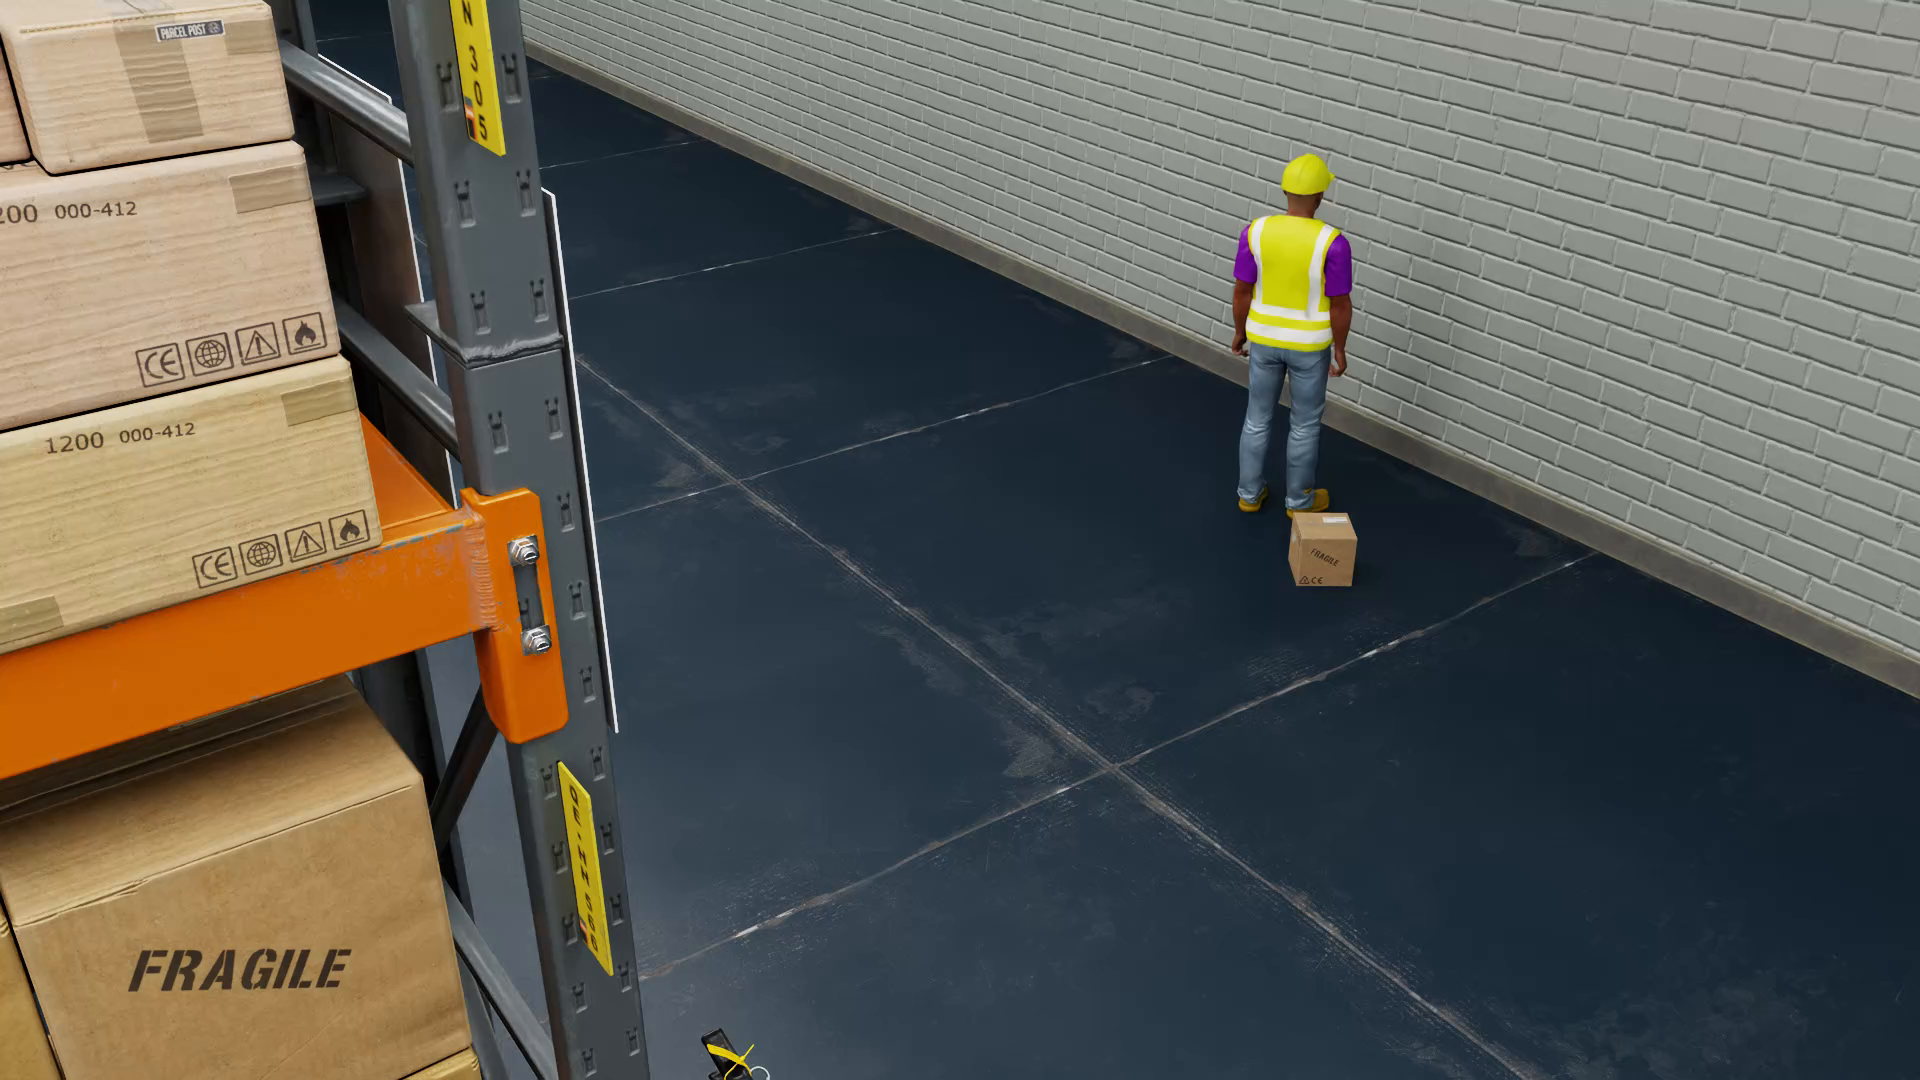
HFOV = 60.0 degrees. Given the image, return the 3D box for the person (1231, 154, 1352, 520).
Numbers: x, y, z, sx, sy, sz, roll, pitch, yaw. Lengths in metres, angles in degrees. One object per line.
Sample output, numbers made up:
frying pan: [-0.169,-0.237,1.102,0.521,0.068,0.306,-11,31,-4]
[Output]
person: [1.563,-0.946,7.842,0.564,1.772,0.378,14,31,24]
